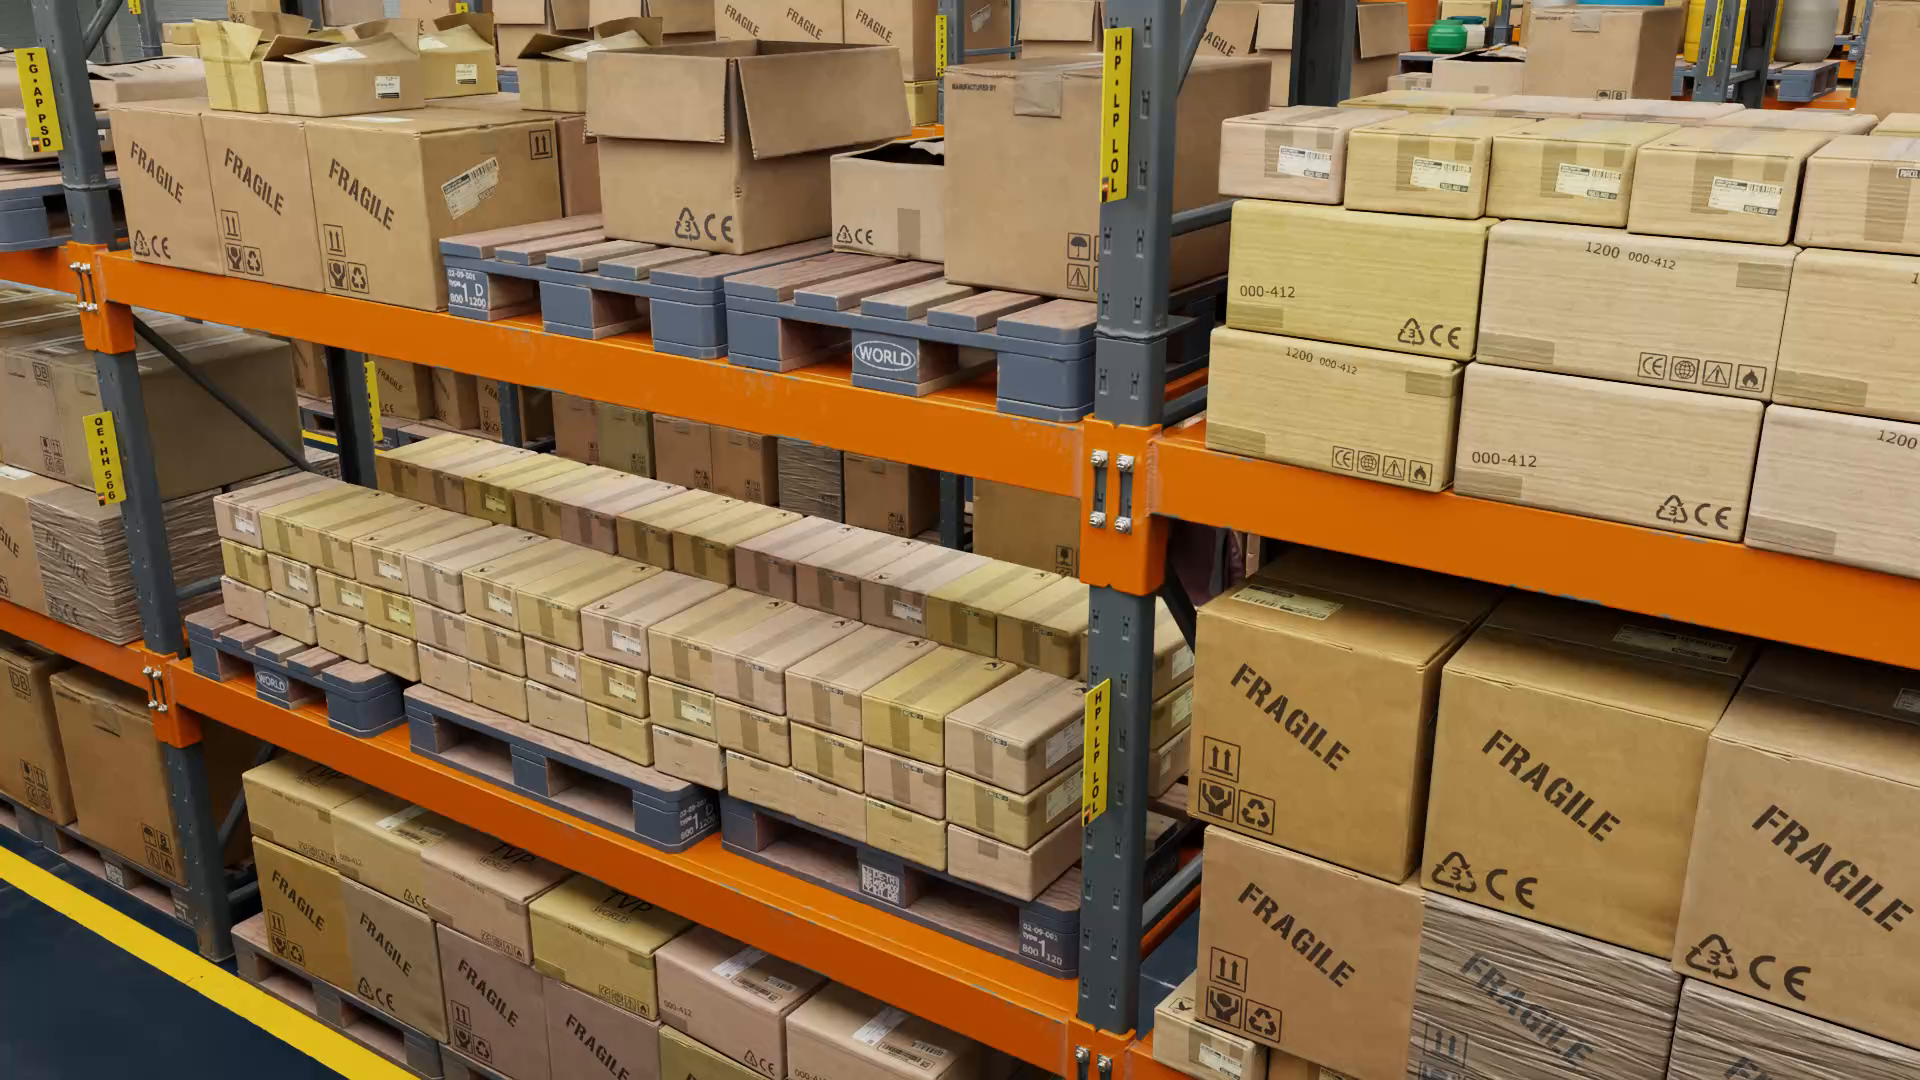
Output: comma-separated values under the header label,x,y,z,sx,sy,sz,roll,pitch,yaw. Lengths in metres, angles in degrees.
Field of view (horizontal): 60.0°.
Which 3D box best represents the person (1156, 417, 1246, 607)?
label,x,y,z,sx,sy,sz,roll,pitch,yaw
person,1.062,0.247,7.893,1.132,1.733,0.576,14,24,35
